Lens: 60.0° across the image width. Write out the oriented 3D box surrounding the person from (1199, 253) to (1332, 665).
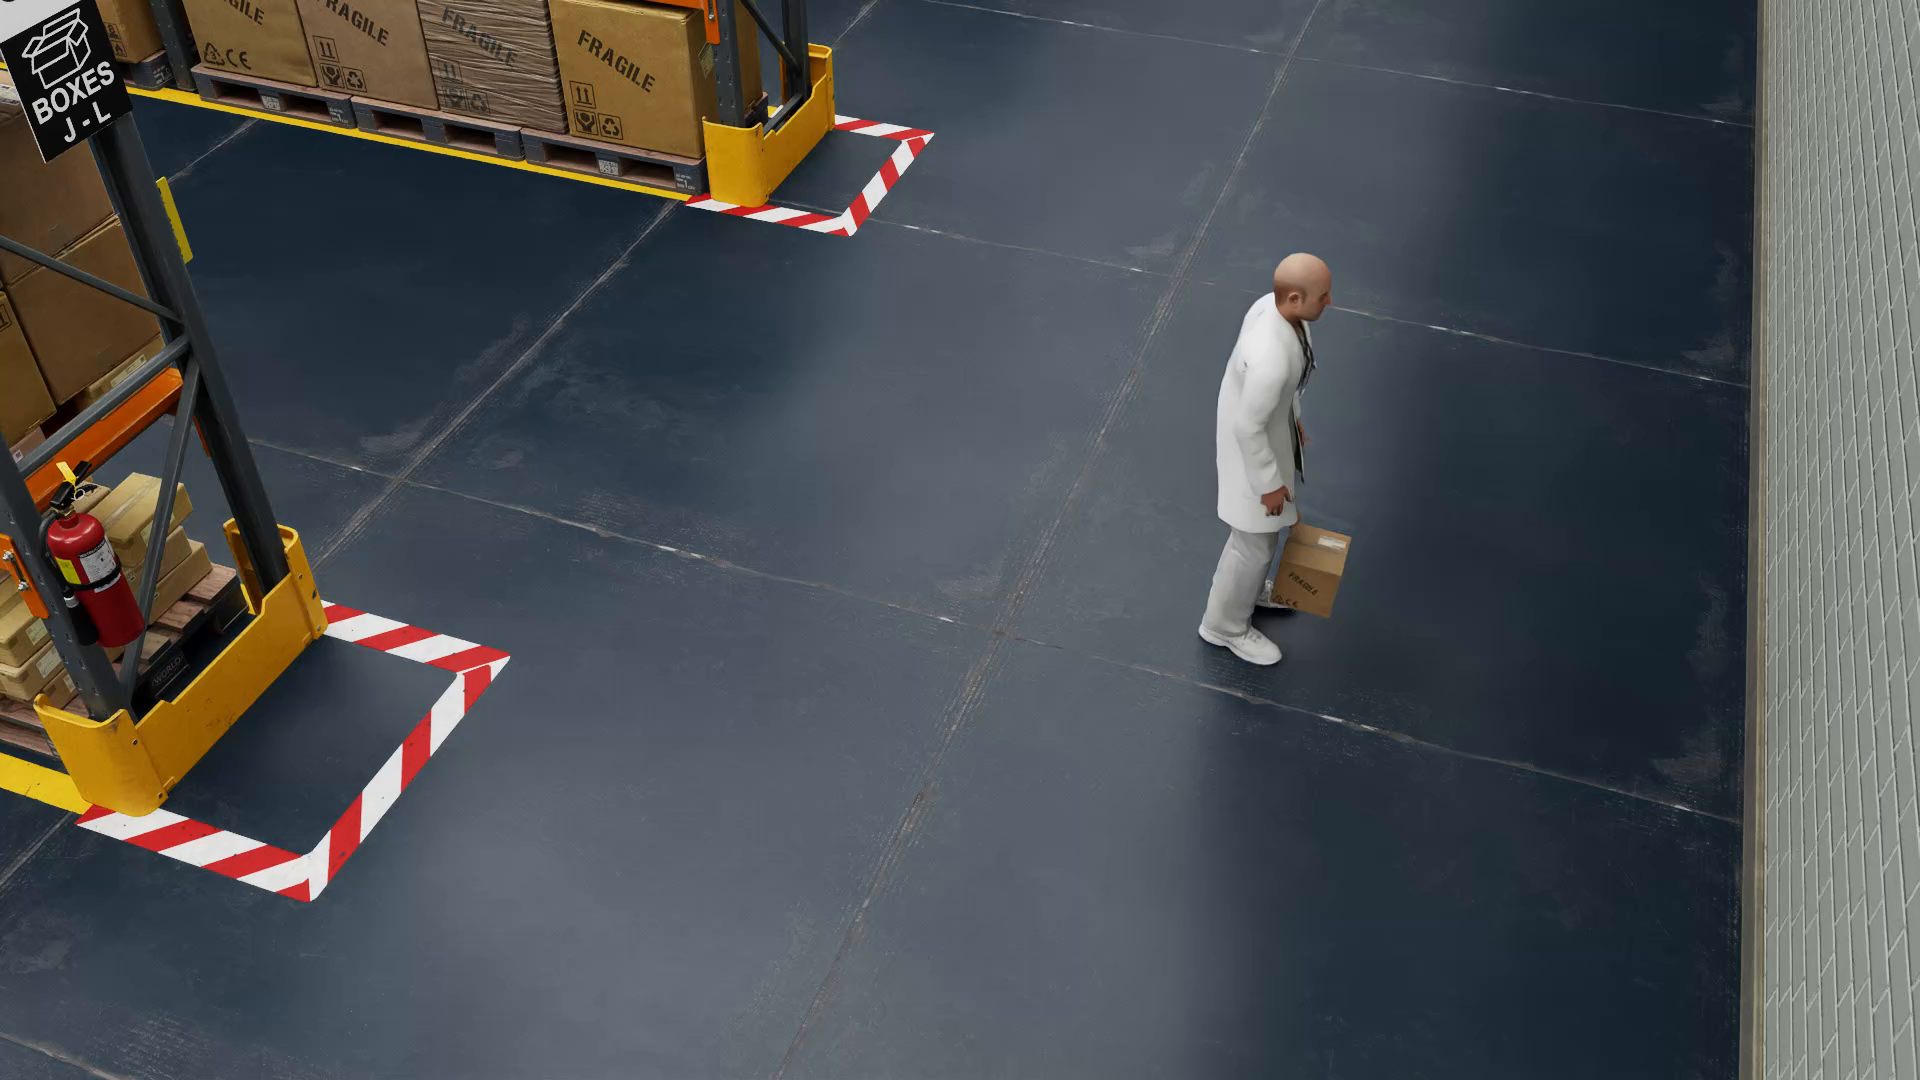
[{"bbox_3d":[1.211,-0.346,6.567,0.425,1.776,0.601,12,42,14],"label":"person"}]
